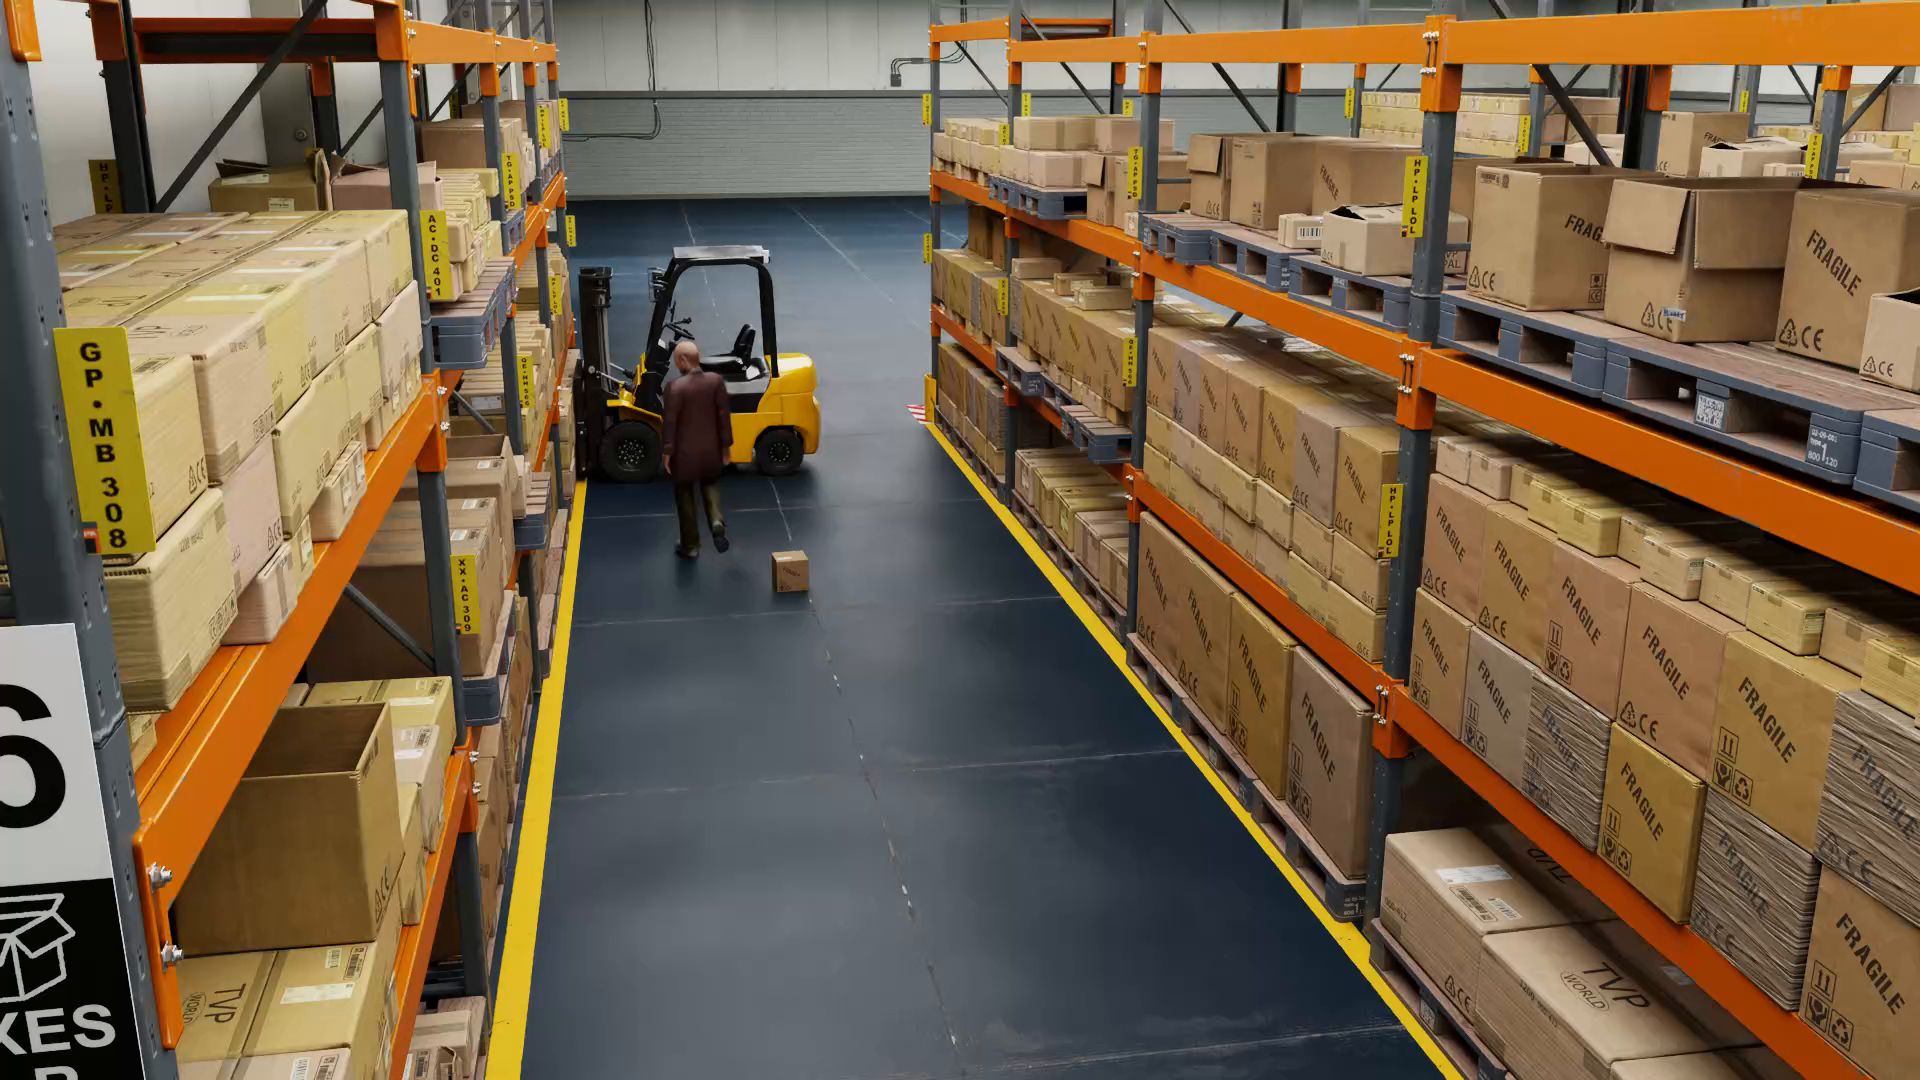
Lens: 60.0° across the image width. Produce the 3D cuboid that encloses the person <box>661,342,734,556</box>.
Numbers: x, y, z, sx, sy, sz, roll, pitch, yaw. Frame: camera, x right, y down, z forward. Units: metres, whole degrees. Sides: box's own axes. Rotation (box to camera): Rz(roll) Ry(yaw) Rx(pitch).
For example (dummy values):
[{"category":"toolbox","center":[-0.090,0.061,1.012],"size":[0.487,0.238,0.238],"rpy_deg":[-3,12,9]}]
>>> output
[{"category":"person","center":[-2.160,-0.735,13.536],"size":[0.613,1.776,0.581],"rpy_deg":[-10,19,-32]}]
